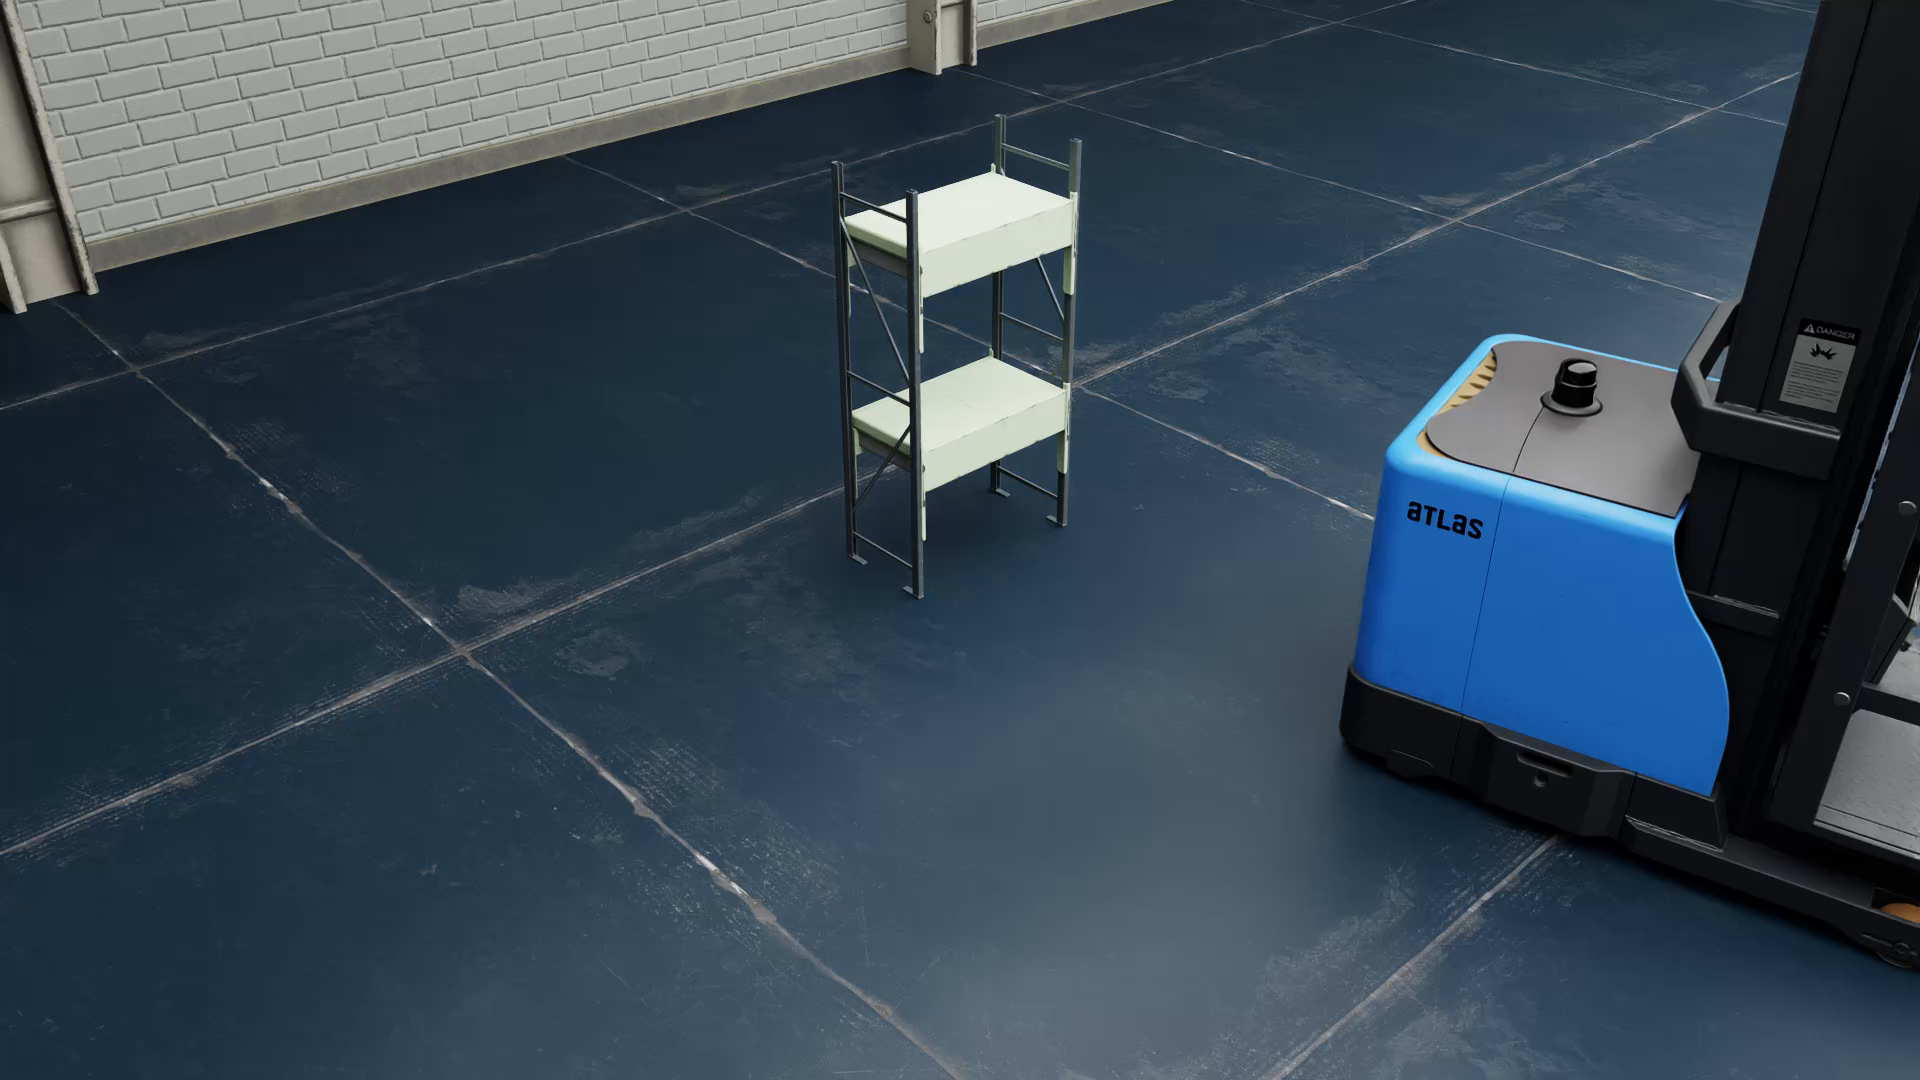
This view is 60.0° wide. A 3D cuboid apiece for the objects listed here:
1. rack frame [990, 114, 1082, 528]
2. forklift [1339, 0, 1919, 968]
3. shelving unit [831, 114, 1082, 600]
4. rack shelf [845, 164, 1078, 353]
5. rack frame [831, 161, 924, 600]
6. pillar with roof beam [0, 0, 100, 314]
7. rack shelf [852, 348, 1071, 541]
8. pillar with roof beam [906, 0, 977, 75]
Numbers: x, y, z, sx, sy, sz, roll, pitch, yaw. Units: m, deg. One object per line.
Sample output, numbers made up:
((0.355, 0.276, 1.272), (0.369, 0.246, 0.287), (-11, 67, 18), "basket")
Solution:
((0.264, -0.767, 6.067), (0.023, 1.500, 0.400), (-26, 40, -35), "rack frame")
((2.692, -0.384, 4.068), (3.031, 2.935, 1.130), (19, 36, 27), "forklift")
((-0.005, -0.637, 5.855), (0.755, 1.500, 0.431), (-26, 40, -35), "shelving unit")
((-0.005, -0.970, 5.651), (0.720, 0.370, 0.431), (-26, 40, -35), "rack shelf")
((-0.273, -0.508, 5.643), (0.023, 1.500, 0.400), (-26, 40, -35), "rack frame")
((-1.599, -3.413, 3.206), (0.400, 9.000, 9.100), (-26, 40, -35), "pillar with roof beam")
((-0.005, -0.359, 6.025), (0.720, 0.370, 0.431), (-26, 40, -35), "rack shelf")
((2.801, -5.541, 6.686), (0.400, 9.000, 9.100), (-26, 40, -35), "pillar with roof beam")
